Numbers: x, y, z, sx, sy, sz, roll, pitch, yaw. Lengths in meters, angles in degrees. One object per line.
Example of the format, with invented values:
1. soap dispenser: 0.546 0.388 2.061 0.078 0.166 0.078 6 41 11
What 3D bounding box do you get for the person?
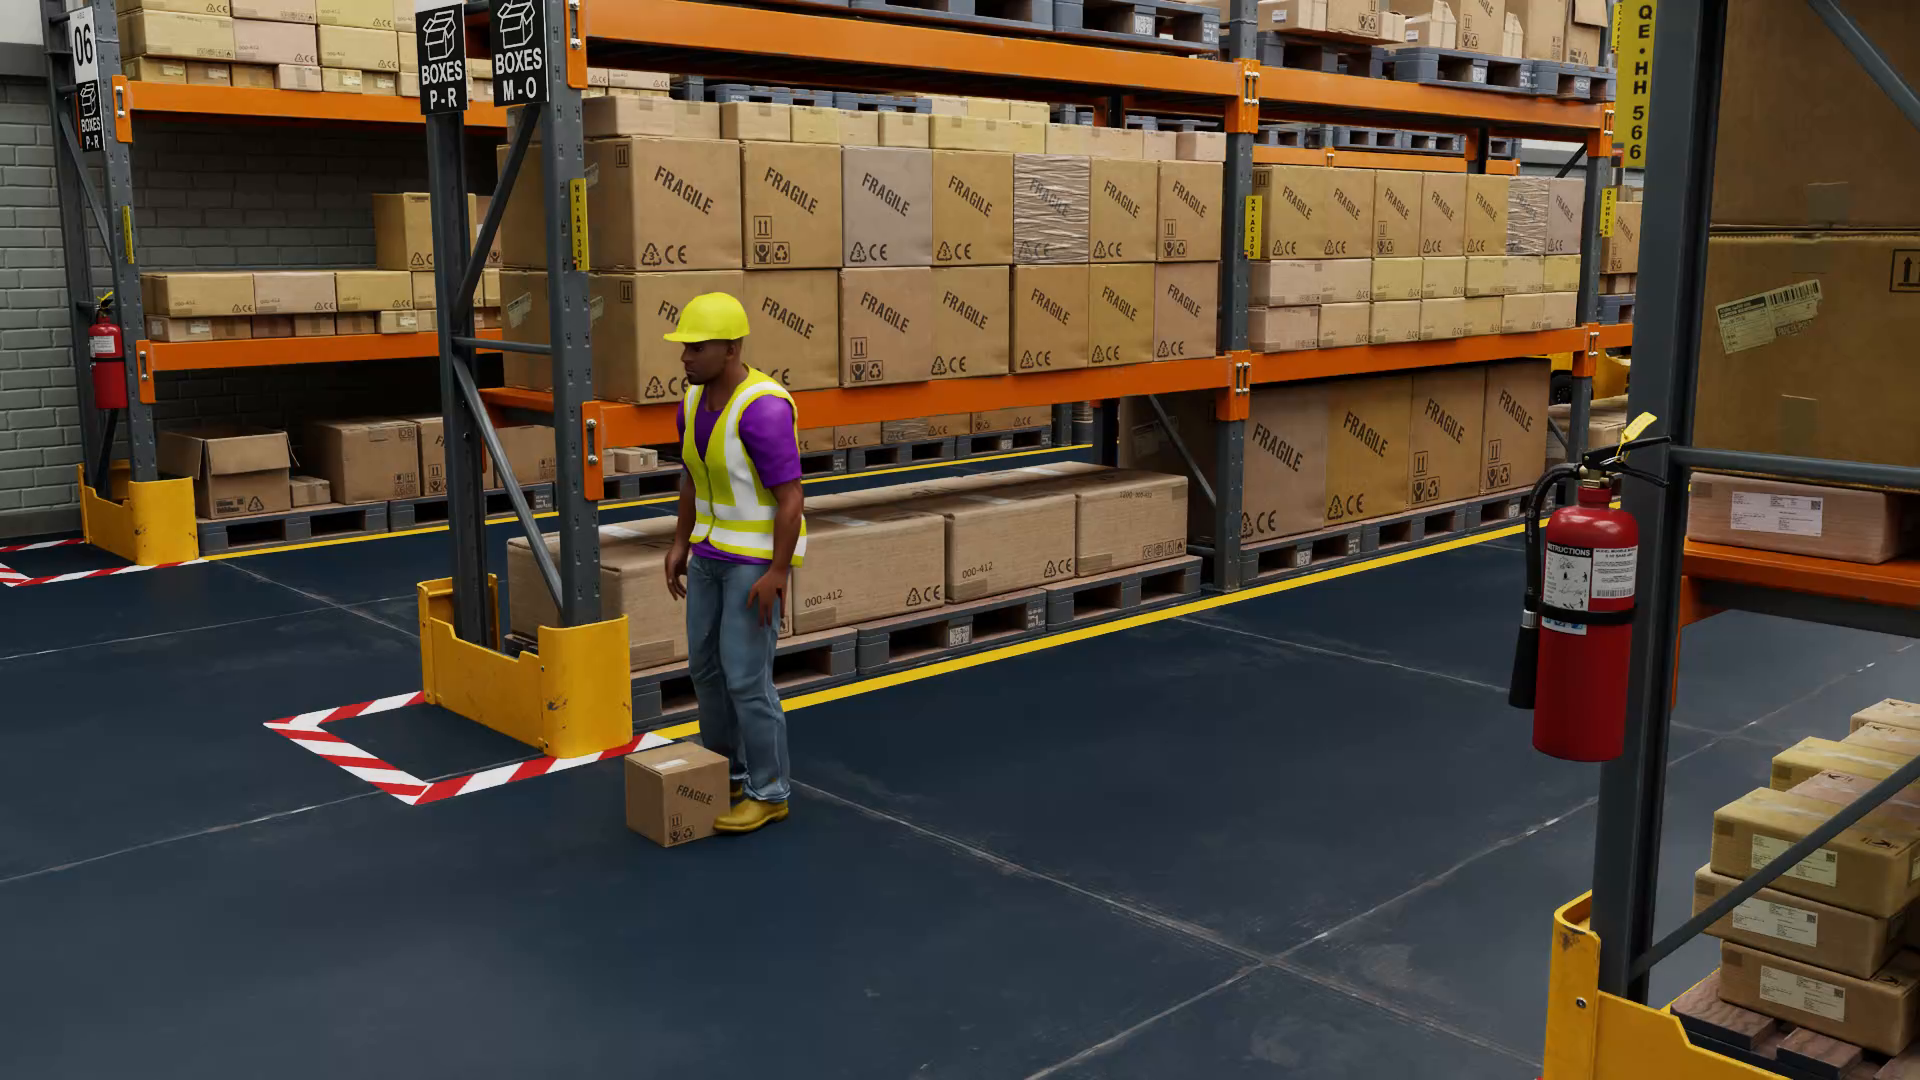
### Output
1. person: -0.756 0.070 5.491 0.455 1.760 0.637 -9 14 -39
